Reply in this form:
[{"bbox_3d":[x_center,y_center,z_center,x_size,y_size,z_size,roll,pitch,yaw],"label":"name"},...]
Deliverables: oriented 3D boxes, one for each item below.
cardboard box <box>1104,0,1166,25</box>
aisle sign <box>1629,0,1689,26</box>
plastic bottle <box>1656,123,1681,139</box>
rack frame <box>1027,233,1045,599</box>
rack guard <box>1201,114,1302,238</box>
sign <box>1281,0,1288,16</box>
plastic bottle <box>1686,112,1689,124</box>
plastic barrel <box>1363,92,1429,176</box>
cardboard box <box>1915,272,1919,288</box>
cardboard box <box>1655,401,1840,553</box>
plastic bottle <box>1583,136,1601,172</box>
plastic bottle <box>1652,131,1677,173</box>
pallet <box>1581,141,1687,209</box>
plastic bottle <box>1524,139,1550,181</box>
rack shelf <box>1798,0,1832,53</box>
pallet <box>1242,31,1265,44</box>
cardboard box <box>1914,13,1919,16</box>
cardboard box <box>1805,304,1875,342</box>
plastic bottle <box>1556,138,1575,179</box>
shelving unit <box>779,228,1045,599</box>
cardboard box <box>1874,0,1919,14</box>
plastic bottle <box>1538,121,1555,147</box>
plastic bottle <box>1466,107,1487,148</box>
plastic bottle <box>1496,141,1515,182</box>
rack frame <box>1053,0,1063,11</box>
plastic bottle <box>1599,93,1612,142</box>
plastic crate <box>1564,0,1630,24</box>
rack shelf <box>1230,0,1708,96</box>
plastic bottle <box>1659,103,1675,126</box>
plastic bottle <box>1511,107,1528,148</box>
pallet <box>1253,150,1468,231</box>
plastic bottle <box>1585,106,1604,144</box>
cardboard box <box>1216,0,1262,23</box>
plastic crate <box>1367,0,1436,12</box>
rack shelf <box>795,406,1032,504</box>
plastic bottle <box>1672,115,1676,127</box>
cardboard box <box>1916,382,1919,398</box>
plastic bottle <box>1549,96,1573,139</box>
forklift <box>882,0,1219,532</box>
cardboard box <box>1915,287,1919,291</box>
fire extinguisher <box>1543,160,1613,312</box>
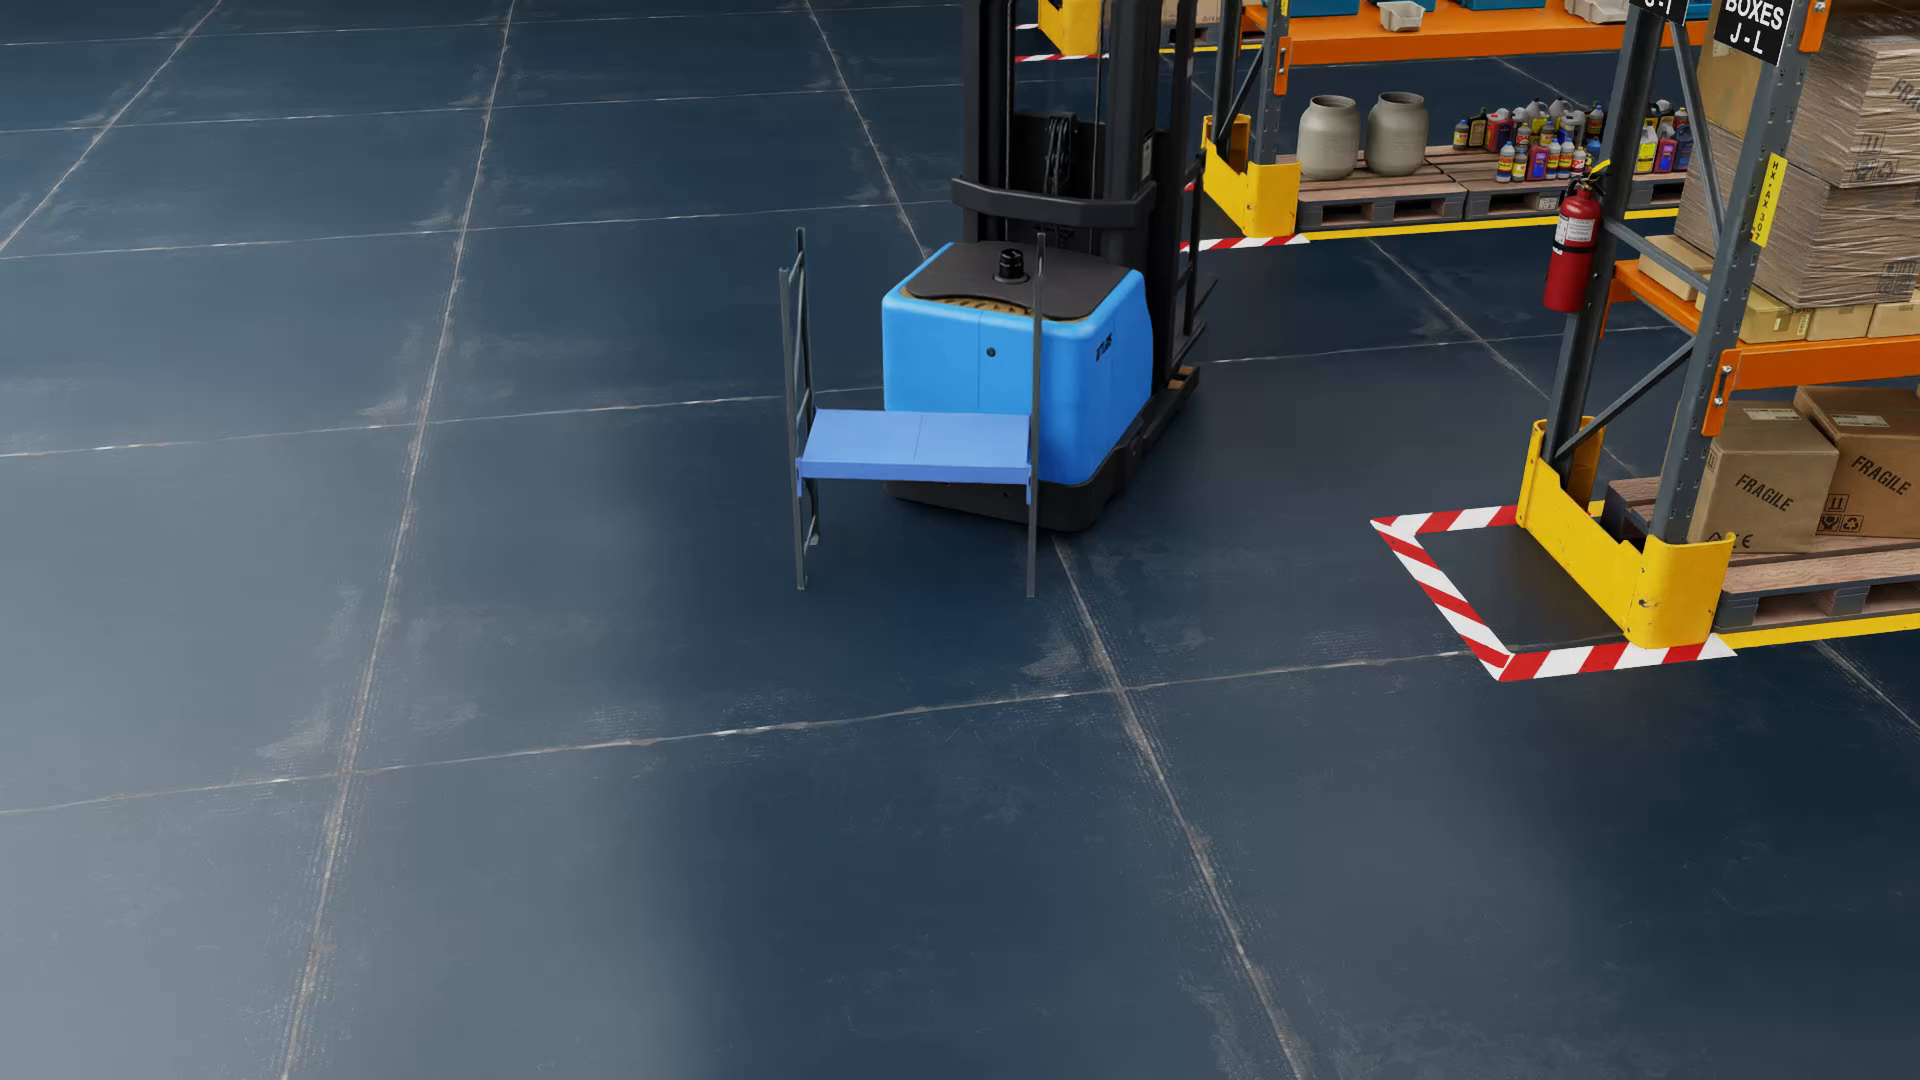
[{"bbox_3d":[1.619,-5.003,15.598,0.500,0.250,0.500,-5,31,-9],"label":"cardboard box"},{"bbox_3d":[2.717,-2.394,6.298,0.004,0.787,0.394,-5,31,-9],"label":"aisle sign"},{"bbox_3d":[5.053,-2.831,11.859,0.135,0.276,0.152,-5,31,-9],"label":"plastic bottle"},{"bbox_3d":[0.327,-0.516,7.148,0.032,1.500,0.500,2,31,3],"label":"rack frame"},{"bbox_3d":[2.006,-2.552,11.597,0.348,0.500,1.175,-5,31,-9],"label":"rack guard"},{"bbox_3d":[2.035,-3.444,10.374,0.005,0.325,0.100,-5,31,-9],"label":"sign"},{"bbox_3d":[5.482,-3.167,12.435,0.097,0.271,0.097,0,30,0],"label":"plastic bottle"},{"bbox_3d":[3.067,-2.852,11.681,0.421,0.512,0.421,0,30,0],"label":"plastic barrel"},{"bbox_3d":[3.848,-1.443,6.853,0.500,0.500,0.875,-5,31,-9],"label":"cardboard box"},{"bbox_3d":[3.449,-0.282,7.322,0.500,0.500,0.500,0,30,0],"label":"cardboard box"},{"bbox_3d":[4.414,-2.682,11.609,0.097,0.271,0.097,0,30,0],"label":"plastic bottle"},{"bbox_3d":[4.952,-2.727,11.675,0.133,0.283,0.061,-3,31,-6],"label":"plastic bottle"},{"bbox_3d":[5.206,-2.722,12.171,1.213,0.211,1.003,-5,31,-9],"label":"pallet"},{"bbox_3d":[4.006,-2.640,11.526,0.133,0.283,0.061,-5,31,-8],"label":"plastic bottle"},{"bbox_3d":[4.799,-2.295,6.445,4.000,0.370,1.077,-5,31,-9],"label":"rack shelf"},{"bbox_3d":[2.994,-5.068,16.160,1.213,0.211,1.003,-5,31,-9],"label":"pallet"},{"bbox_3d":[3.915,-1.689,6.284,0.500,0.500,0.500,-5,31,-9],"label":"cardboard box"},{"bbox_3d":[3.405,-0.942,6.640,0.250,0.149,0.380,-5,31,-9],"label":"cardboard box"},{"bbox_3d":[4.215,-2.663,11.578,0.097,0.271,0.097,0,30,0],"label":"plastic bottle"},{"bbox_3d":[-0.180,-0.532,7.175,1.048,1.500,0.538,2,31,3],"label":"shelving unit"},{"bbox_3d":[3.819,-1.954,6.735,0.500,0.500,0.500,-5,31,-9],"label":"cardboard box"},{"bbox_3d":[4.284,-2.952,12.137,0.097,0.201,0.097,0,30,0],"label":"plastic bottle"},{"bbox_3d":[3.779,-3.024,12.179,0.133,0.283,0.061,-5,31,-8],"label":"plastic bottle"},{"bbox_3d":[3.780,-2.623,11.509,0.097,0.271,0.097,0,30,0],"label":"plastic bottle"},{"bbox_3d":[1.052,-6.069,15.112,0.127,3.000,1.000,-5,31,-9],"label":"rack frame"},{"bbox_3d":[4.820,-3.128,12.290,0.185,0.351,0.144,-7,31,-11],"label":"plastic bottle"},{"bbox_3d":[4.323,-3.576,11.133,0.437,0.136,0.530,-5,31,-9],"label":"plastic crate"},{"bbox_3d":[3.907,-3.472,11.405,4.000,0.370,1.077,-5,31,-9],"label":"rack shelf"},{"bbox_3d":[5.189,-3.076,12.268,0.133,0.283,0.061,-5,31,-9],"label":"plastic bottle"},{"bbox_3d":[4.057,-3.023,12.185,0.135,0.276,0.152,-6,31,-10],"label":"plastic bottle"},{"bbox_3d":[2.806,-2.499,11.792,1.213,0.211,1.003,-5,31,-9],"label":"pallet"},{"bbox_3d":[4.682,-3.062,12.256,0.097,0.271,0.097,0,30,0],"label":"plastic bottle"},{"bbox_3d":[2.602,-5.096,15.756,0.500,0.250,0.500,-5,31,-9],"label":"cardboard box"},{"bbox_3d":[3.018,-3.786,11.377,0.408,0.251,0.499,-5,31,-9],"label":"plastic crate"},{"bbox_3d":[-0.180,-0.377,7.267,1.000,0.185,0.538,2,31,3],"label":"rack shelf"},{"bbox_3d":[5.282,-3.119,12.421,0.097,0.201,0.097,0,30,0],"label":"plastic bottle"},{"bbox_3d":[4.650,-0.401,7.525,0.500,0.500,0.500,-3,31,-4],"label":"cardboard box"},{"bbox_3d":[4.402,-3.089,12.224,0.185,0.351,0.144,-6,31,-9],"label":"plastic bottle"},{"bbox_3d":[0.664,-2.032,8.314,1.130,2.935,3.031,12,33,19],"label":"forklift"},{"bbox_3d":[3.896,-0.990,6.723,0.250,0.149,0.380,-5,31,-9],"label":"cardboard box"},{"bbox_3d":[2.637,-1.316,7.105,0.183,0.674,0.296,-5,31,-9],"label":"fire extinguisher"}]
